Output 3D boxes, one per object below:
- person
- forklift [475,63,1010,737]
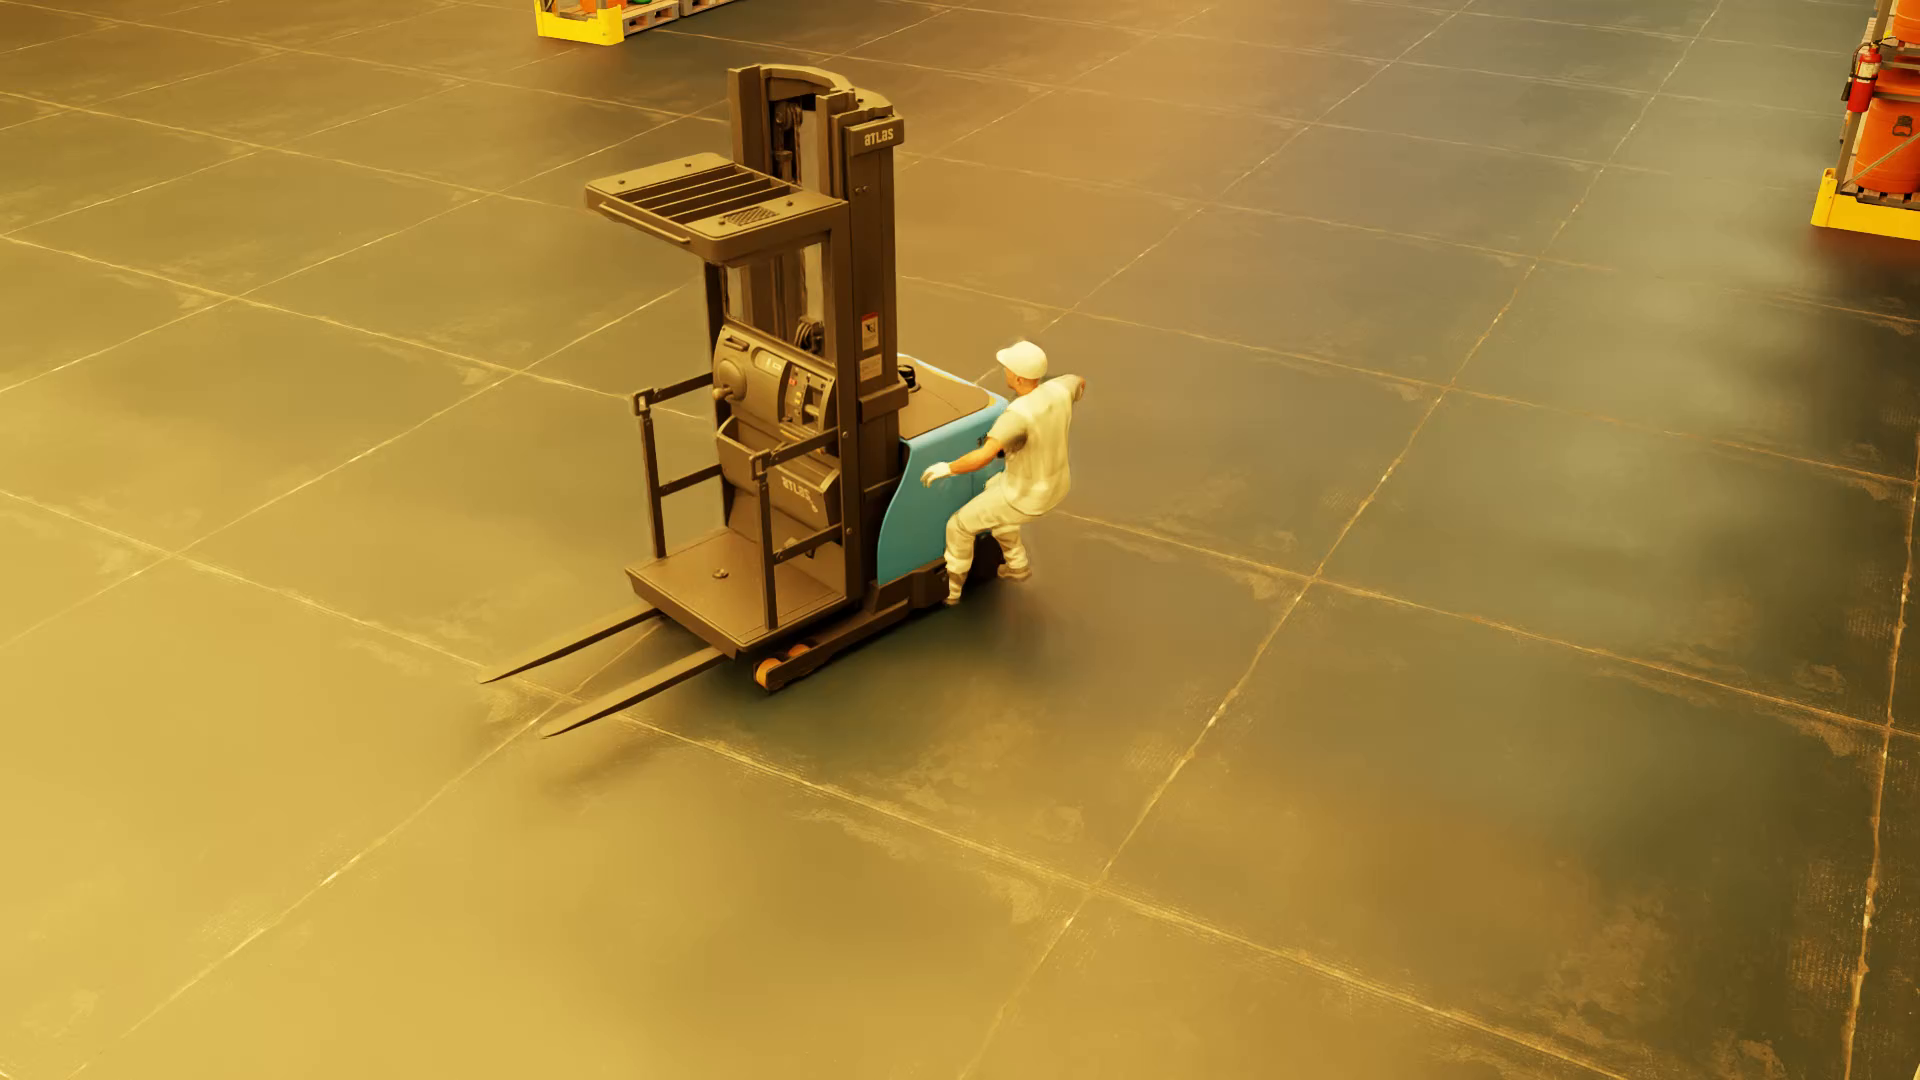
[{"bbox_3d":[0.173,-0.358,9.010,0.829,1.629,1.105,22,37,33],"label":"person"},{"bbox_3d":[-1.113,-0.780,8.422,3.031,2.935,1.130,-25,39,-37],"label":"forklift"}]
